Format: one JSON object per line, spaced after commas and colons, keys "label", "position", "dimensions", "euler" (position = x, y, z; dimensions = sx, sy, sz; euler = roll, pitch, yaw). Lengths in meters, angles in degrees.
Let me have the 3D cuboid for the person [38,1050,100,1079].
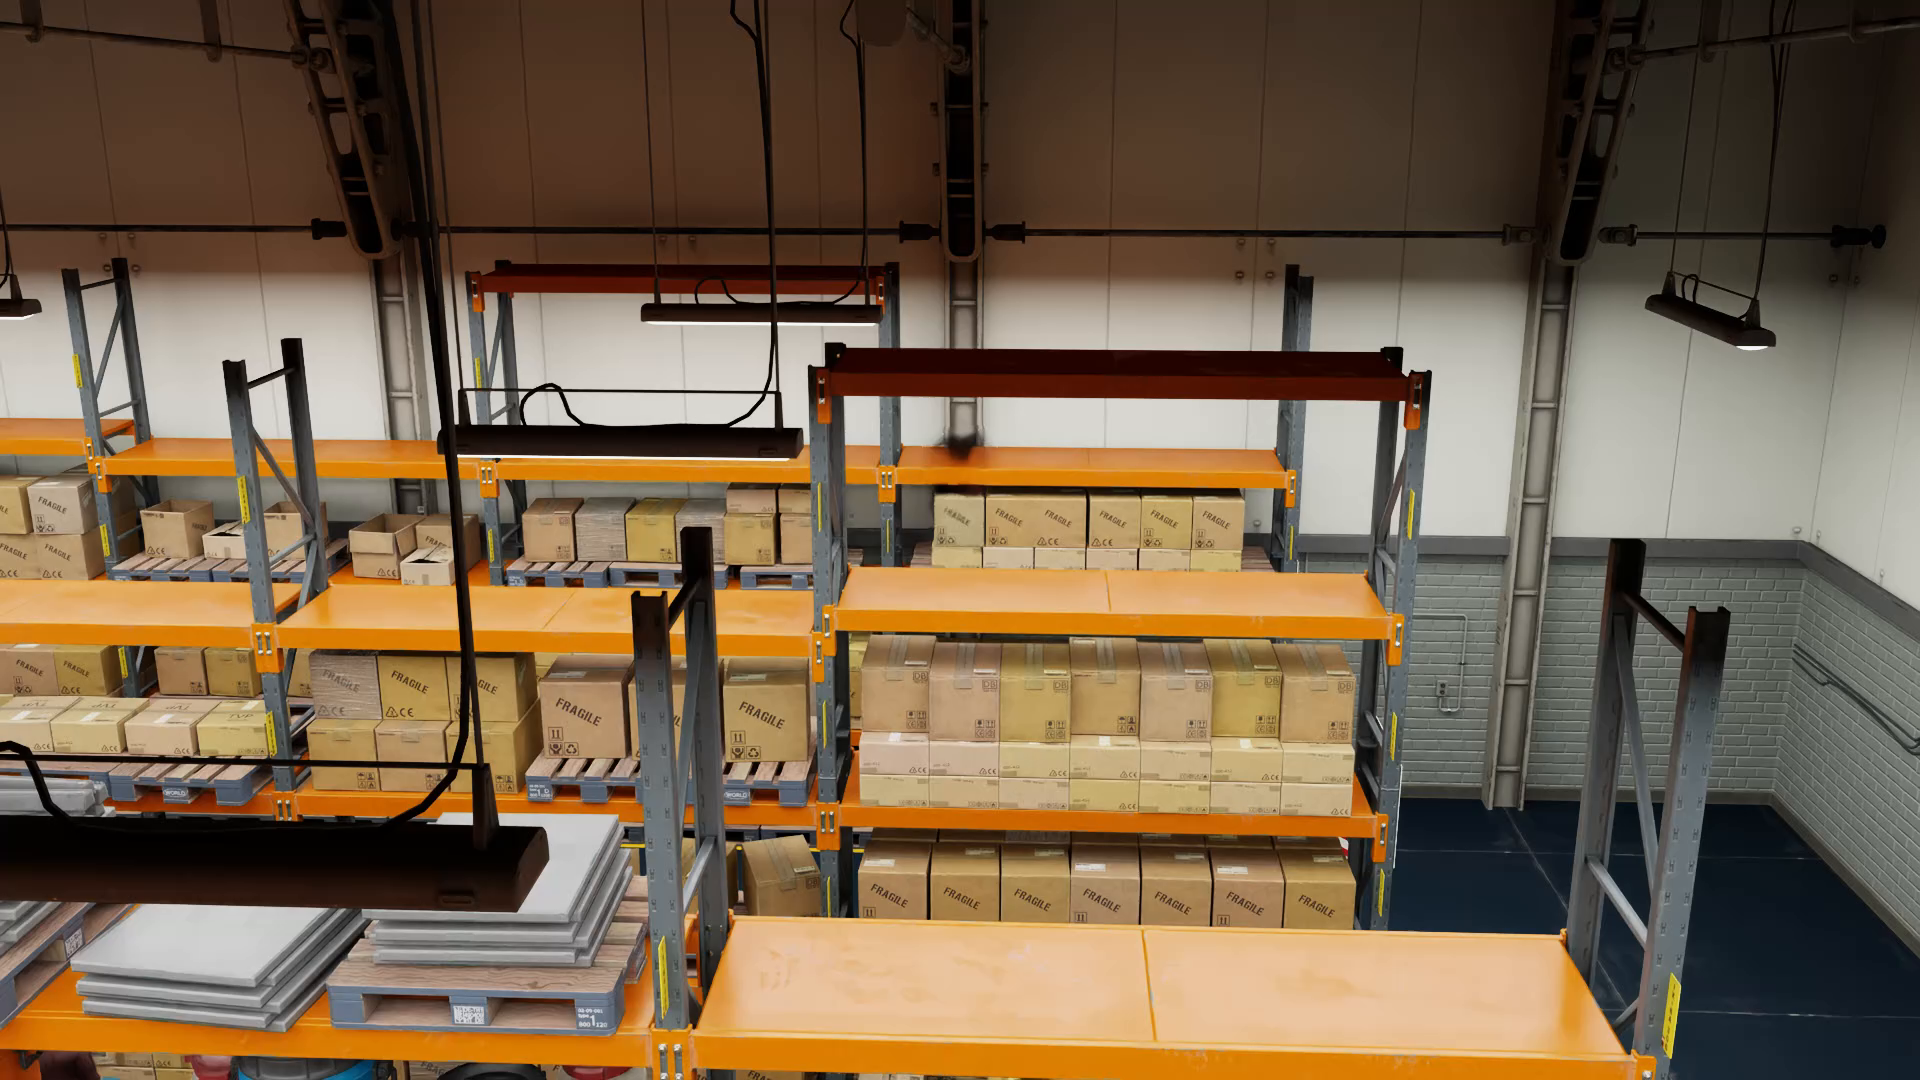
{"label": "person", "position": [-6.224, 4.020, 11.533], "dimensions": [0.600, 1.796, 0.496], "euler": [-7, 17, -22]}
